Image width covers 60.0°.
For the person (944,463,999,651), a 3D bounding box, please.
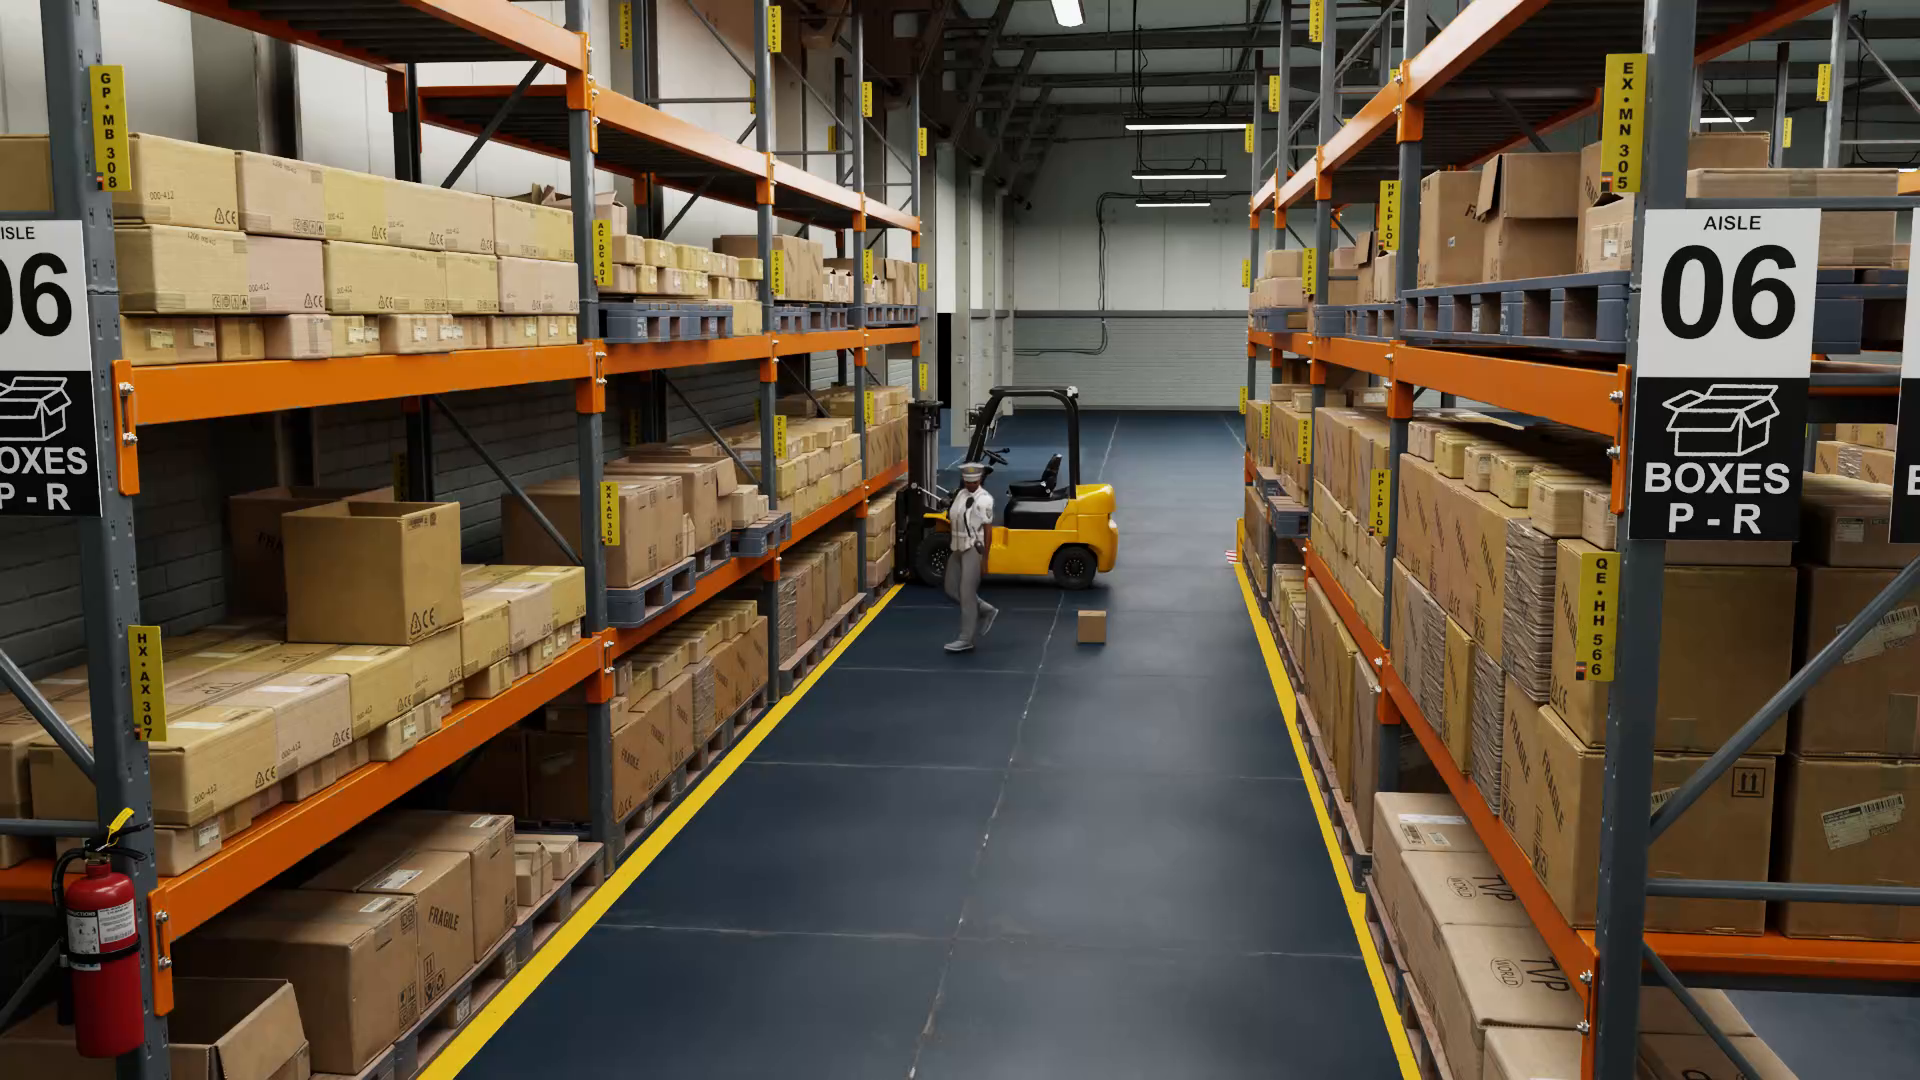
[{"bbox_3d":[0.100,0.131,14.732,0.642,1.648,0.480,-5,9,-32],"label":"person"}]
